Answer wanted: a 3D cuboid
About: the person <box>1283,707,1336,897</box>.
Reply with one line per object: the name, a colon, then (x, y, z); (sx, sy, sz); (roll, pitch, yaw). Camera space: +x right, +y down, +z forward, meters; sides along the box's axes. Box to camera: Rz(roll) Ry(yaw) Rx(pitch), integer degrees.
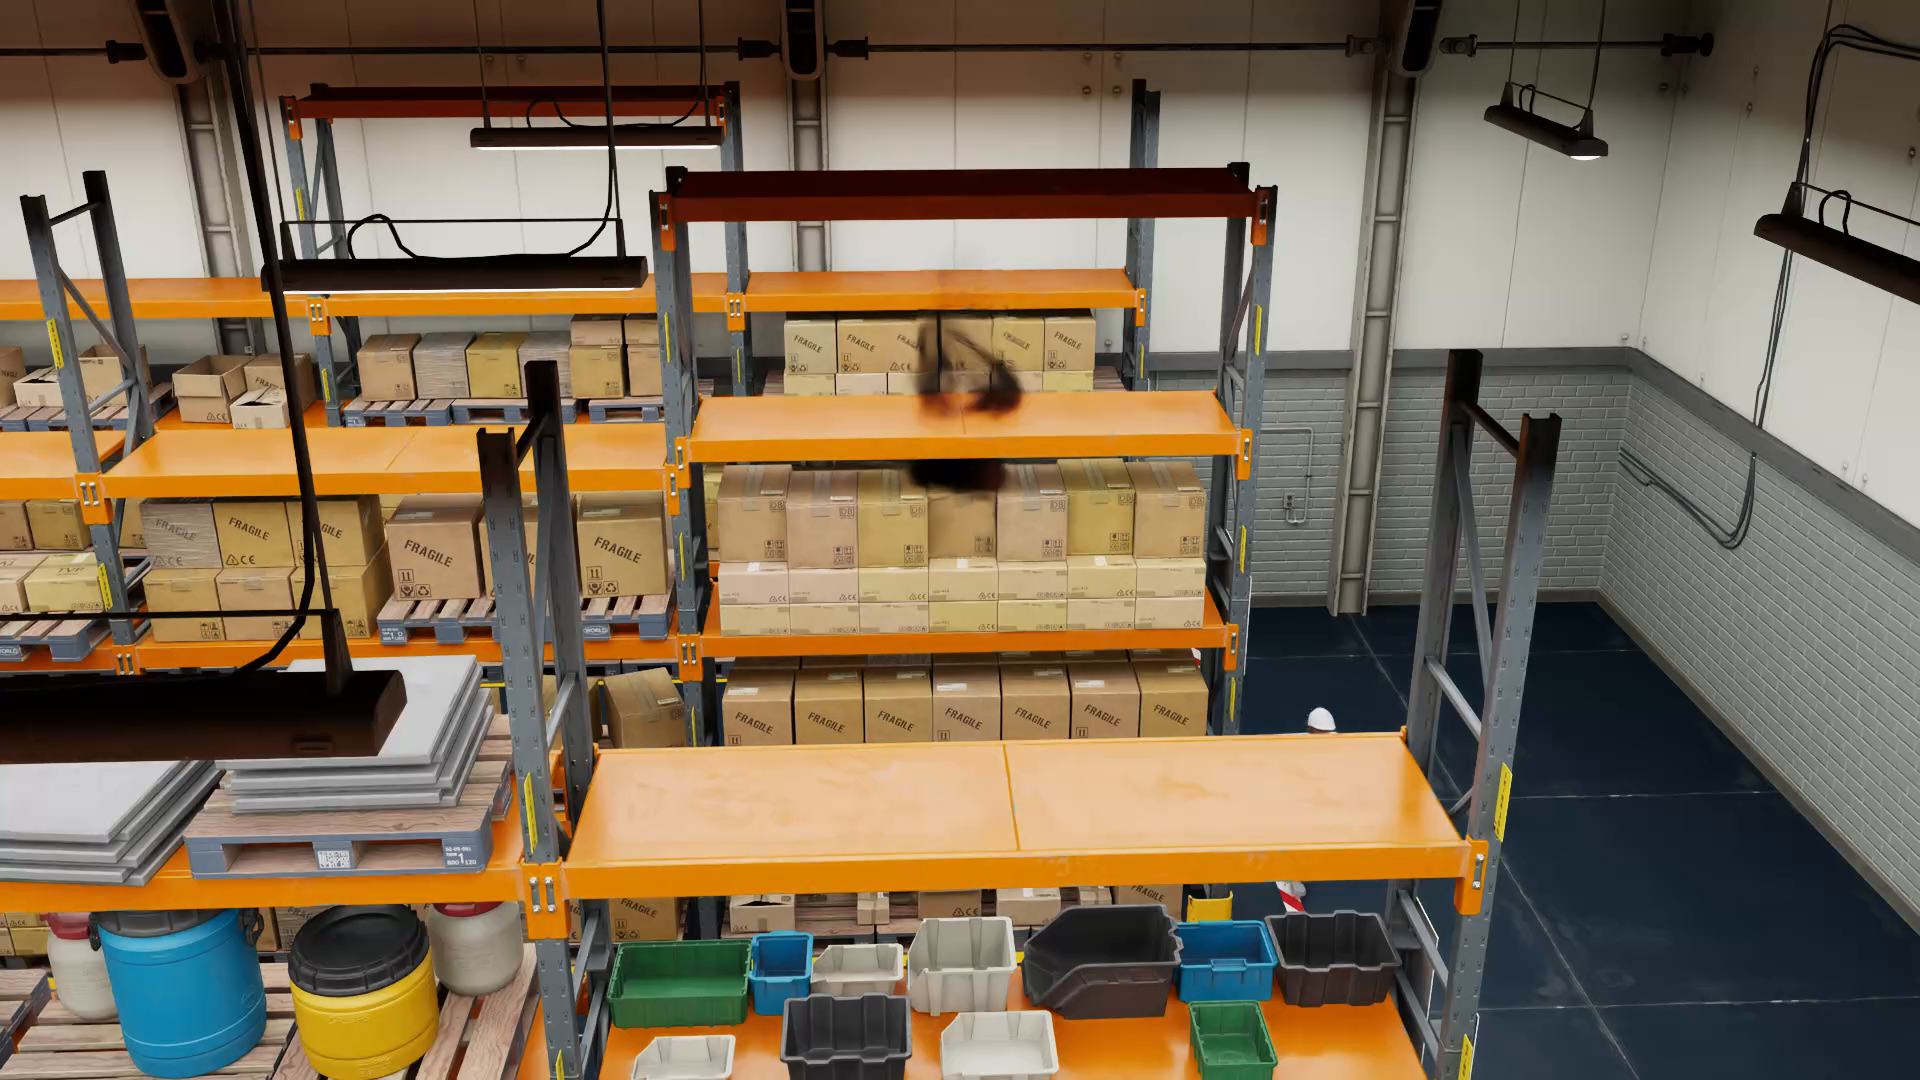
person: (2.881, 2.145, 13.589); (0.709, 1.726, 0.566); (-5, 23, -13)
